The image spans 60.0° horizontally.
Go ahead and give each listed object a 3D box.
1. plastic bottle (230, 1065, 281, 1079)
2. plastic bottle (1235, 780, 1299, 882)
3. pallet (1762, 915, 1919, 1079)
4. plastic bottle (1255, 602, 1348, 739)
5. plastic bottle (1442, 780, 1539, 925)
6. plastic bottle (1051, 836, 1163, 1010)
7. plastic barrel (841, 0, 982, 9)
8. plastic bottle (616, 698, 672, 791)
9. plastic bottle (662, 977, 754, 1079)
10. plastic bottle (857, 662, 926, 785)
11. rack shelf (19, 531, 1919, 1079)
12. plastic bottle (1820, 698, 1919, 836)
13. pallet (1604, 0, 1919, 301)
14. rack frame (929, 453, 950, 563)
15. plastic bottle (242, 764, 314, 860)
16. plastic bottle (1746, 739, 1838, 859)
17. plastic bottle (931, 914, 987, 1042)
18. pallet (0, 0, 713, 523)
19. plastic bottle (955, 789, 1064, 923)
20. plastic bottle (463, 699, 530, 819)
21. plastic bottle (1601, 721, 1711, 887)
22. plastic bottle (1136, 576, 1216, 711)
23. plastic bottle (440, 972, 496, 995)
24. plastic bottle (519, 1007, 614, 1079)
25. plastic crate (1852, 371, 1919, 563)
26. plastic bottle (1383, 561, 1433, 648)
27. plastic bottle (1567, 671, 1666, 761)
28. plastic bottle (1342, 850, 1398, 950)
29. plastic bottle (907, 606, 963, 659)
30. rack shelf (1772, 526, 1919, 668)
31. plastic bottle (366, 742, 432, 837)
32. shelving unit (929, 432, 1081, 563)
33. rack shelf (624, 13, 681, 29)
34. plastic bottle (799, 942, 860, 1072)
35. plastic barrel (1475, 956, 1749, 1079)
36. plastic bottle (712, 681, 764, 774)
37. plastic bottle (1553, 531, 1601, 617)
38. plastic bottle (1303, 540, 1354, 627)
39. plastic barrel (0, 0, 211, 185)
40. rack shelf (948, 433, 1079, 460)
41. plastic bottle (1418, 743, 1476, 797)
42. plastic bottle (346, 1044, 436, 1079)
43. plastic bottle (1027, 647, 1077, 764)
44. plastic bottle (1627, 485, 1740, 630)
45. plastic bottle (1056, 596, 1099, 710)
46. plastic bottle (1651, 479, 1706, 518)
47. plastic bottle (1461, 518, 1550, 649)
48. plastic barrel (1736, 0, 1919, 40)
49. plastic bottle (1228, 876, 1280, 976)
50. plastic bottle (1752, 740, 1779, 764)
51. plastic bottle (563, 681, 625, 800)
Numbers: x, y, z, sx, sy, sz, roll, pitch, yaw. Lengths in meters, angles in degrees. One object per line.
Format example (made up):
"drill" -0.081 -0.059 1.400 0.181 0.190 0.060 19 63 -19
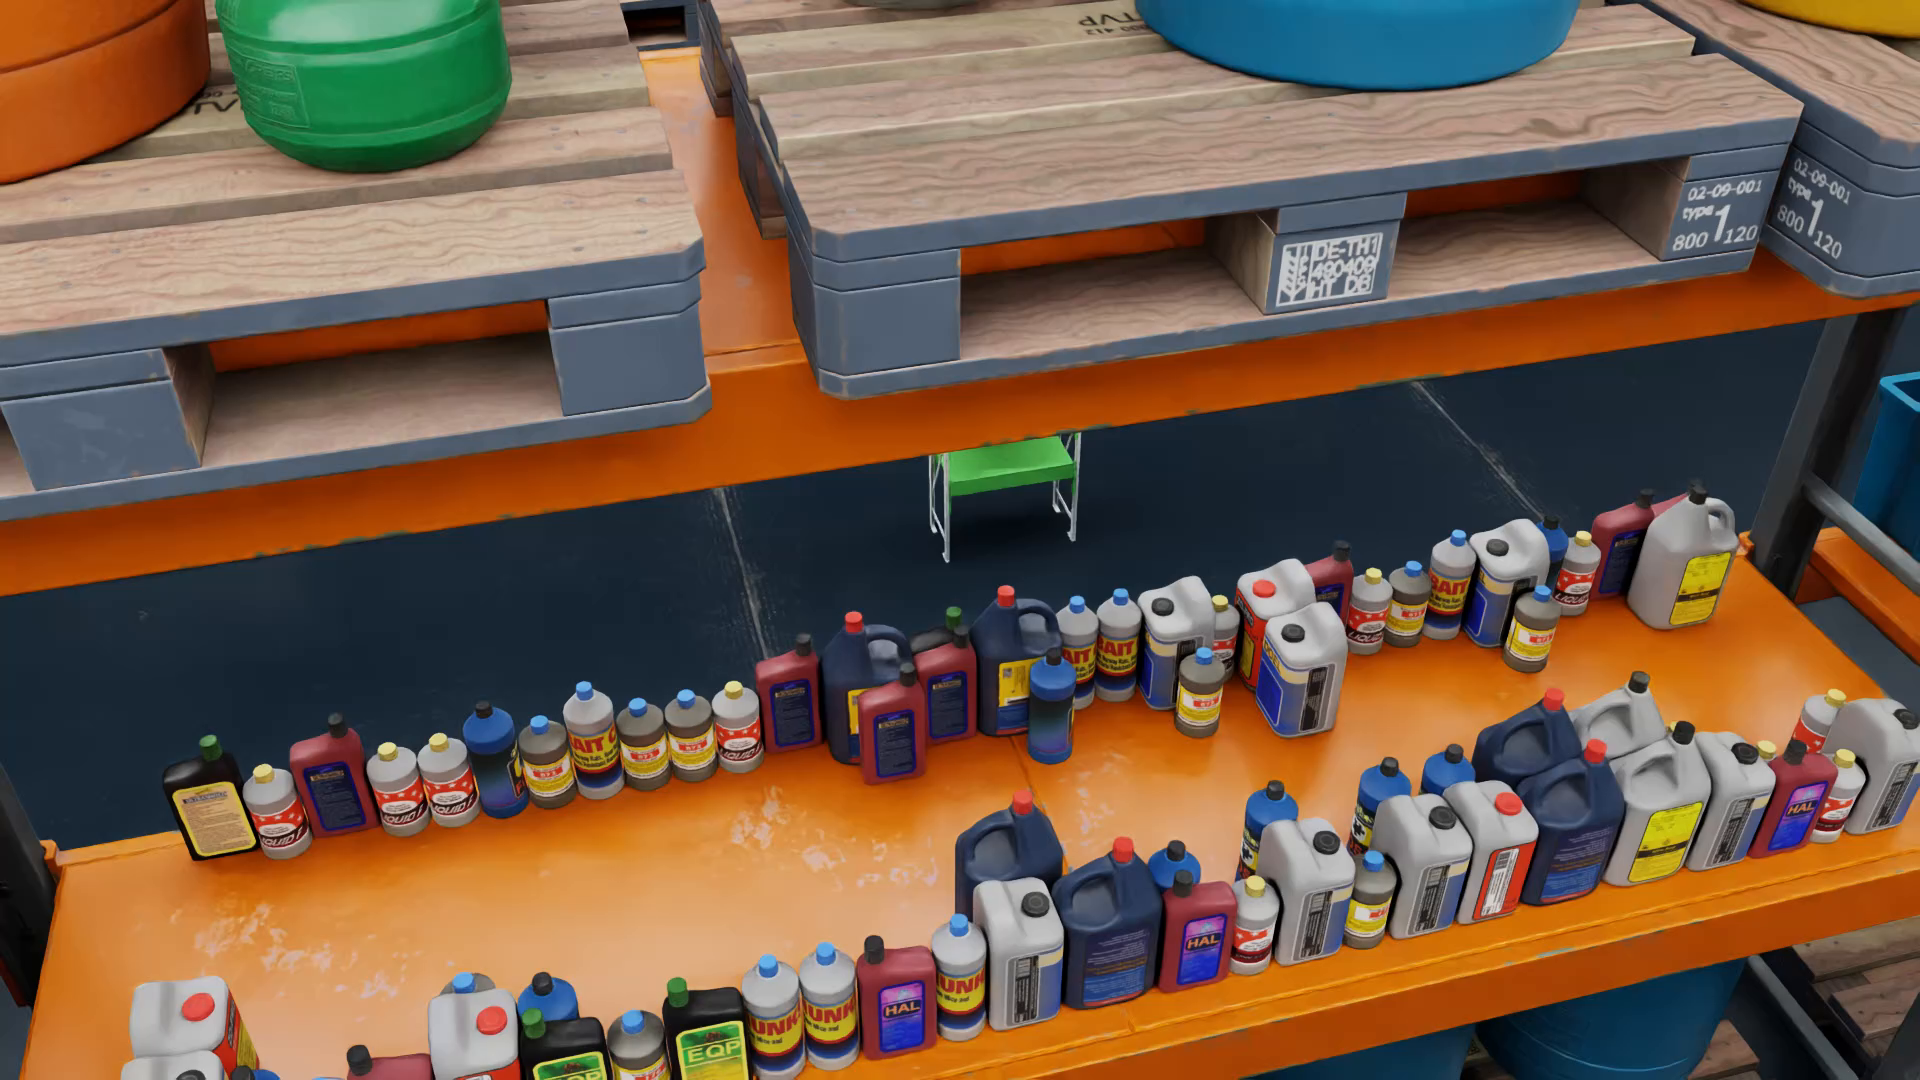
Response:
"plastic bottle" -1.117 0.936 2.663 0.097 0.271 0.097 0 37 0
"plastic bottle" 0.584 0.561 3.153 0.097 0.271 0.097 0 37 0
"pallet" 2.824 1.101 4.637 1.213 0.211 1.003 -9 38 -12
"plastic bottle" 0.723 0.268 3.533 0.135 0.276 0.152 -9 38 -12
"plastic bottle" 0.988 0.572 3.136 0.135 0.276 0.152 -9 38 -12
"plastic bottle" 0.258 0.664 2.954 0.185 0.351 0.144 -9 38 -12
"plastic barrel" -0.065 -1.015 2.182 0.433 0.535 0.433 0 37 0
"plastic bottle" -0.650 0.410 3.409 0.097 0.201 0.097 0 37 0
"plastic bottle" -0.425 0.829 2.793 0.133 0.283 0.061 -9 38 -12
"plastic bottle" -0.139 0.372 3.390 0.133 0.283 0.061 -9 38 -12
"rack shelf" 0.193 0.735 3.412 4.000 0.370 1.077 -9 38 -12
"plastic bottle" 1.828 0.434 3.316 0.135 0.276 0.152 -9 38 -12
"pallet" 1.393 -0.802 2.517 1.003 0.211 1.213 -9 38 -12
"rack frame" -0.076 -0.464 5.869 0.015 1.200 0.240 -9 38 -12
"plastic bottle" -1.342 0.523 3.261 0.097 0.201 0.097 0 37 0
"plastic bottle" 1.616 0.494 3.231 0.133 0.283 0.061 -9 38 -12
"plastic bottle" -0.002 0.753 2.903 0.097 0.271 0.097 0 37 0
"pallet" -0.974 -0.414 2.009 1.213 0.211 1.003 -9 38 -12
"plastic bottle" 0.089 0.596 3.042 0.185 0.351 0.144 -9 38 -12
"plastic bottle" -0.932 0.428 3.328 0.097 0.271 0.097 0 37 0
"plastic bottle" 1.322 0.490 3.182 0.185 0.351 0.144 -9 38 -12
"plastic bottle" 0.460 0.215 3.602 0.135 0.276 0.152 -9 38 -12
"plastic bottle" -0.840 0.823 2.869 0.097 0.201 0.097 0 37 0
"plastic bottle" -0.648 0.866 2.745 0.133 0.283 0.061 -9 38 -12
"plastic crate" 2.486 -0.159 3.953 0.575 0.384 0.392 -9 38 -12
"plastic bottle" 1.011 0.137 3.766 0.097 0.201 0.097 0 37 0
"plastic bottle" 1.284 0.405 3.292 0.185 0.351 0.144 -9 38 -12
"plastic bottle" 0.753 0.657 3.086 0.097 0.201 0.097 0 37 0
"plastic bottle" -0.048 0.267 3.529 0.133 0.283 0.061 -9 38 -12
"rack shelf" 4.055 0.101 4.241 4.000 0.370 1.077 -9 38 -12
"plastic bottle" -1.119 0.487 3.309 0.097 0.201 0.097 0 37 0
"shelving unit" 0.160 -0.503 5.920 0.503 1.200 0.258 -9 38 -12
"rack shelf" -1.095 -2.171 7.211 4.000 0.370 1.077 -9 38 -12
"plastic bottle" -0.224 0.790 2.855 0.097 0.271 0.097 0 37 0
"plastic barrel" 1.594 0.875 4.018 0.708 0.901 0.600 -9 38 -12
"plastic bottle" -0.462 0.379 3.450 0.097 0.201 0.097 0 37 0
"plastic bottle" 1.423 0.069 3.854 0.097 0.201 0.097 0 37 0
"plastic bottle" 0.801 0.127 3.711 0.133 0.283 0.061 -9 38 -12
"plastic barrel" -1.189 -0.851 1.725 0.708 0.830 0.600 -9 38 -12
"rack shelf" 0.160 -0.452 5.959 0.480 0.148 0.258 -9 38 -12
"plastic bottle" 0.938 0.503 3.229 0.097 0.271 0.097 0 37 0
"plastic bottle" -0.906 0.908 2.690 0.133 0.283 0.061 -9 38 -12
"plastic bottle" 0.190 0.335 3.450 0.097 0.271 0.097 0 37 0
"plastic bottle" 1.661 0.024 3.790 0.185 0.351 0.144 -9 38 -12
"plastic bottle" 0.247 0.235 3.580 0.097 0.271 0.097 0 37 0
"plastic bottle" 1.659 -0.013 3.895 0.133 0.283 0.061 -9 38 -12
"plastic bottle" 1.224 0.090 3.766 0.135 0.276 0.152 -9 38 -12
"plastic barrel" 1.296 -1.037 2.167 0.600 0.588 0.600 0 37 0
"plastic bottle" 0.530 0.694 3.038 0.097 0.201 0.097 0 37 0
"plastic bottle" 1.578 0.483 3.313 0.097 0.201 0.097 0 37 0
"plastic bottle" -0.744 0.397 3.368 0.097 0.271 0.097 0 37 0
